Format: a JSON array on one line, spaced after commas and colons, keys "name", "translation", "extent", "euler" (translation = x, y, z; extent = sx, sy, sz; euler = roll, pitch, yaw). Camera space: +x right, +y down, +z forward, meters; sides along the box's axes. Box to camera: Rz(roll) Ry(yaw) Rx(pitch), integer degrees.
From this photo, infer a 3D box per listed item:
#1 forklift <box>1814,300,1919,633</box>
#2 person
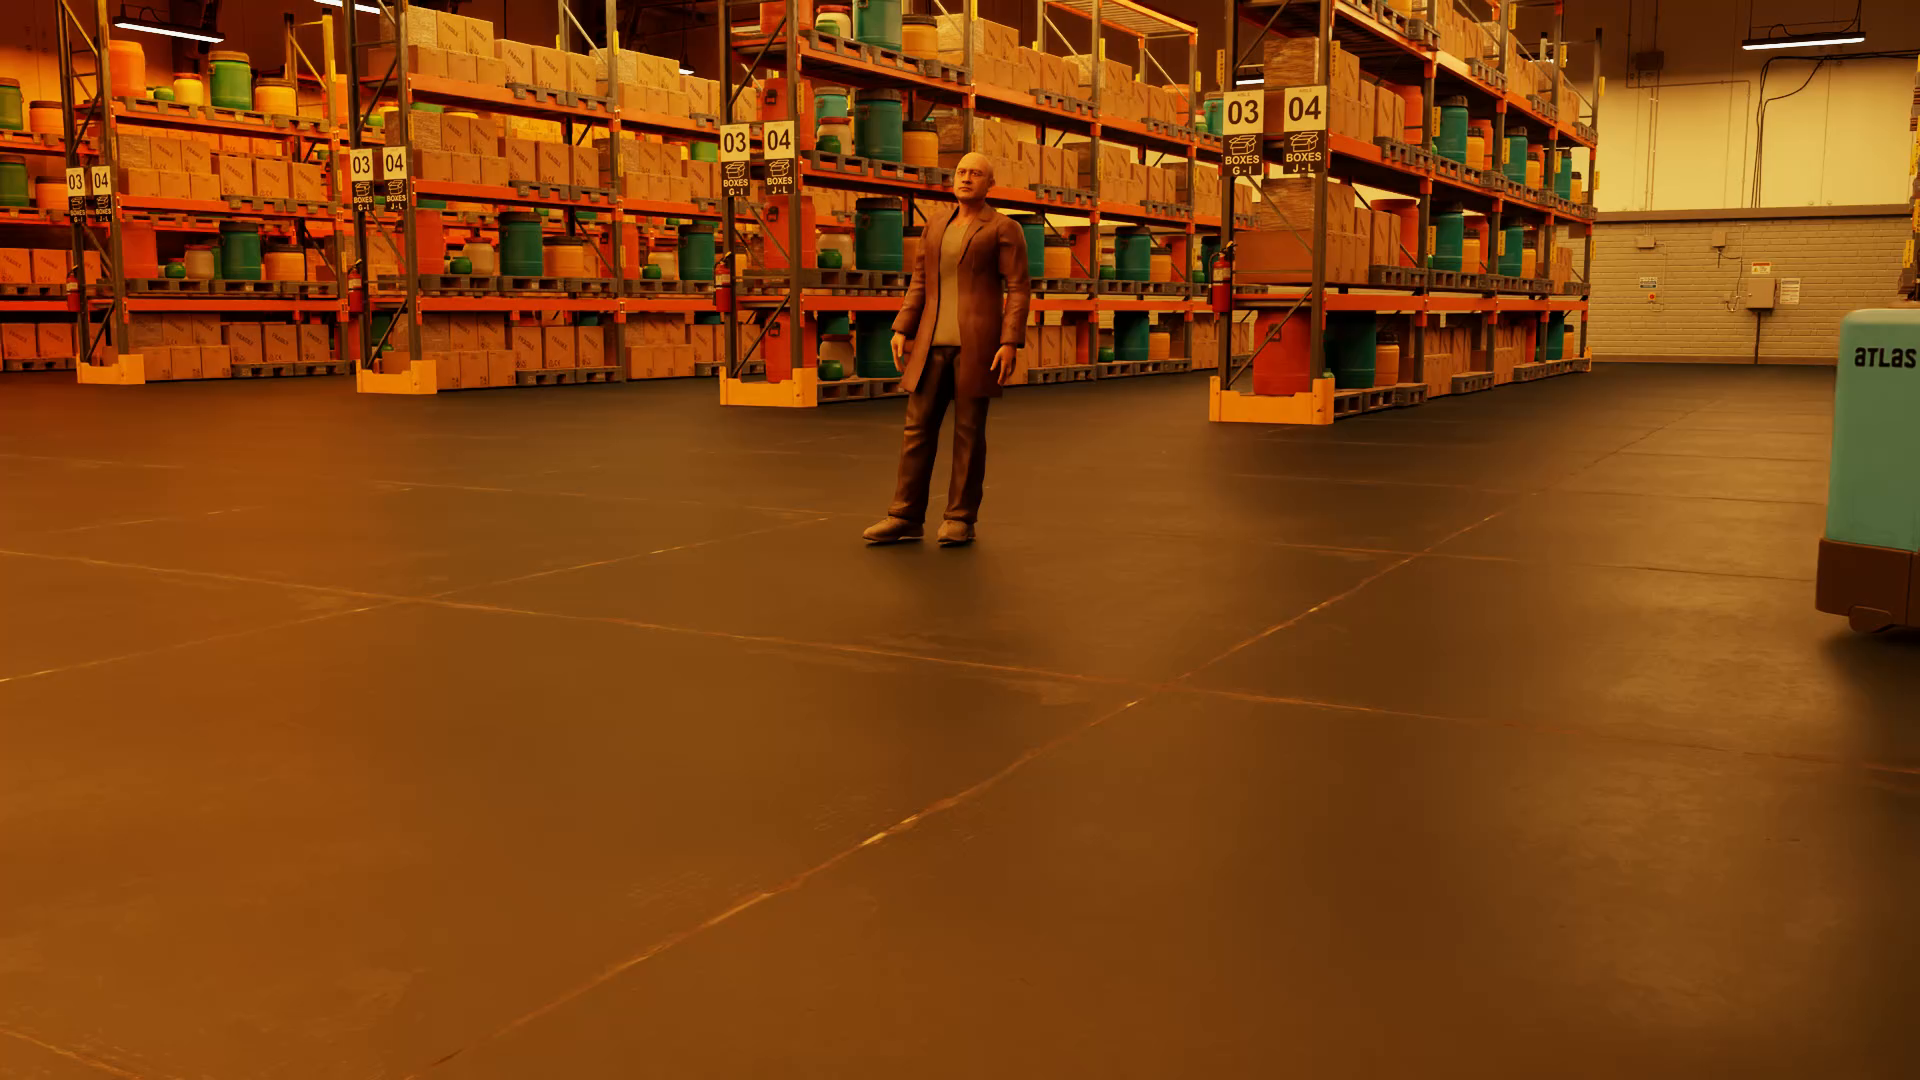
[{"name": "forklift", "translation": [3.976, -0.996, 4.312], "extent": [1.130, 2.935, 3.031], "euler": [-4, 9, -26]}, {"name": "person", "translation": [-0.048, -0.877, 7.615], "extent": [0.696, 1.776, 0.582], "euler": [4, 9, 29]}]
